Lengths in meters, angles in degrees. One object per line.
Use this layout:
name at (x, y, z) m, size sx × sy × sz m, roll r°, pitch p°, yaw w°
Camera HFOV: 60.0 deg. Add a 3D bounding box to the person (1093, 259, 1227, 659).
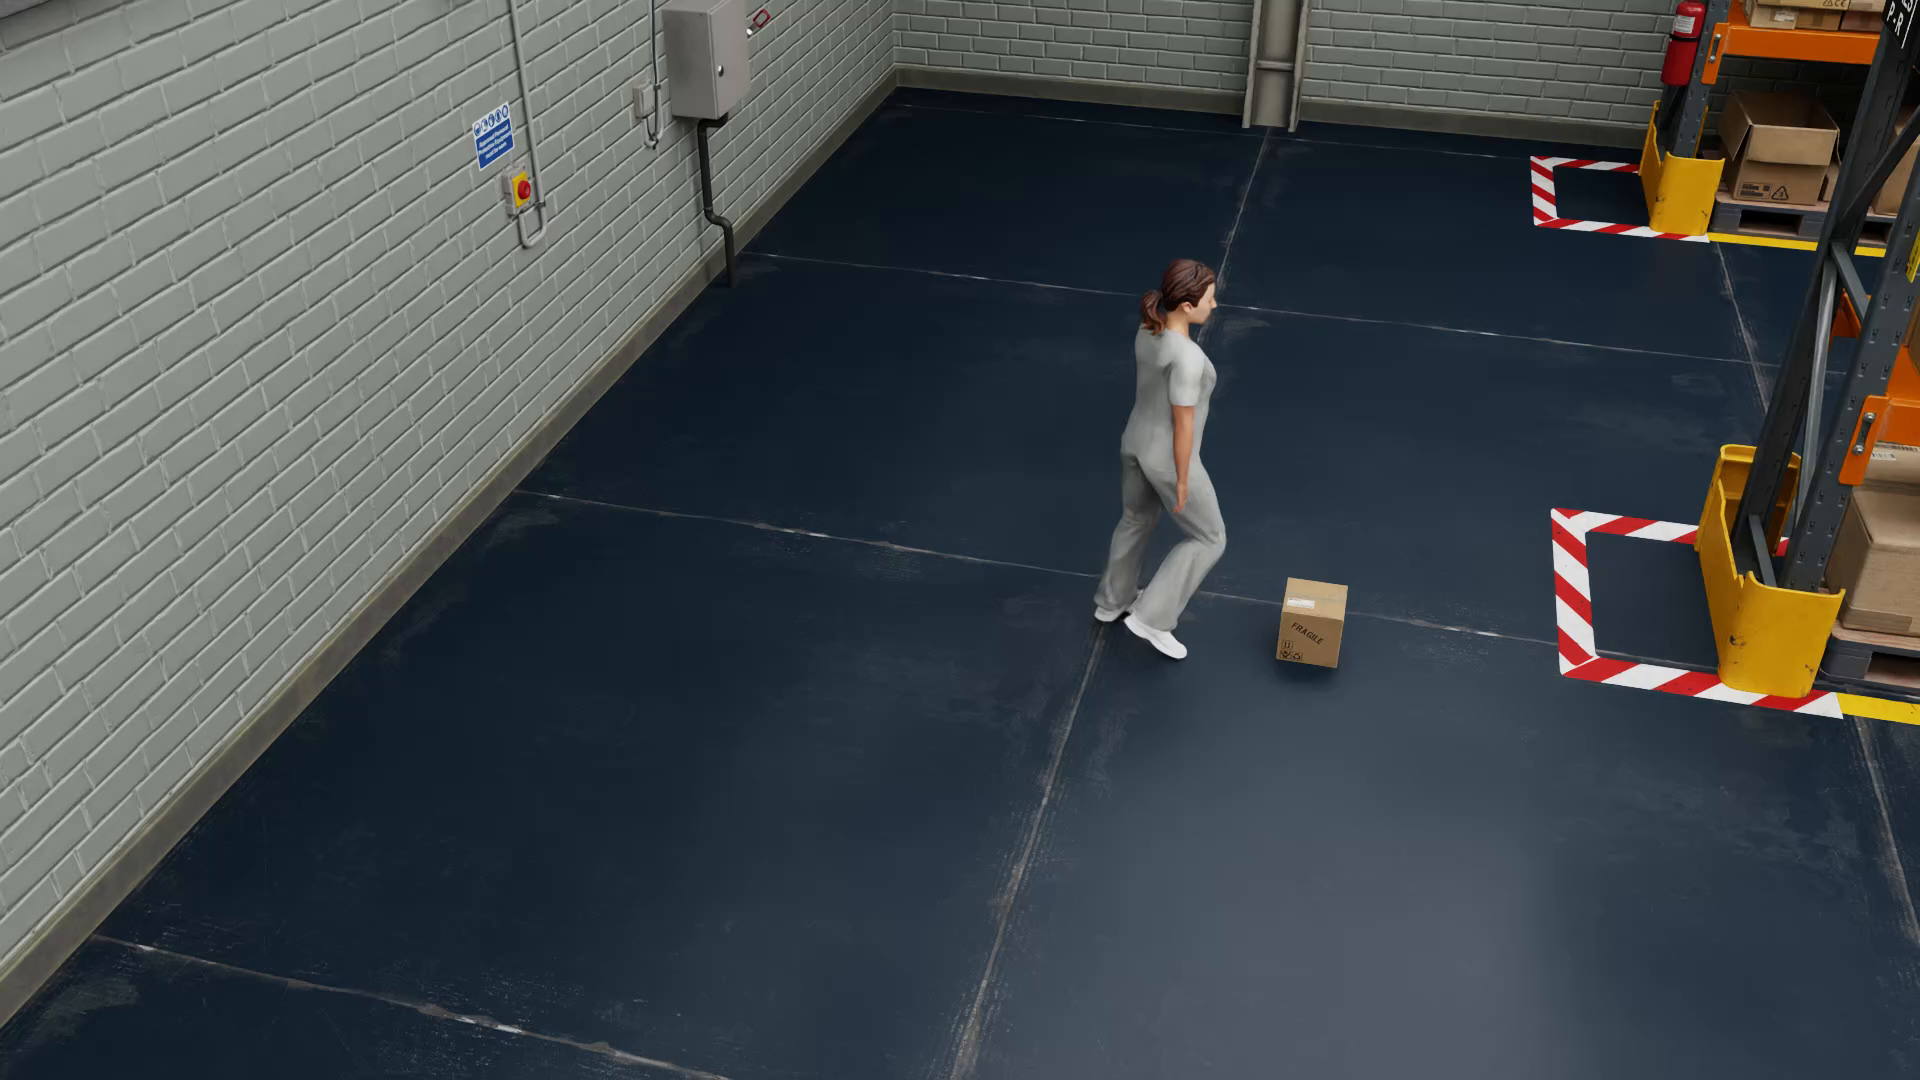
person at (0.812, -0.323, 6.622) m, size 0.407 × 1.679 × 0.497 m, roll -14°, pitch 36°, yaw -21°
